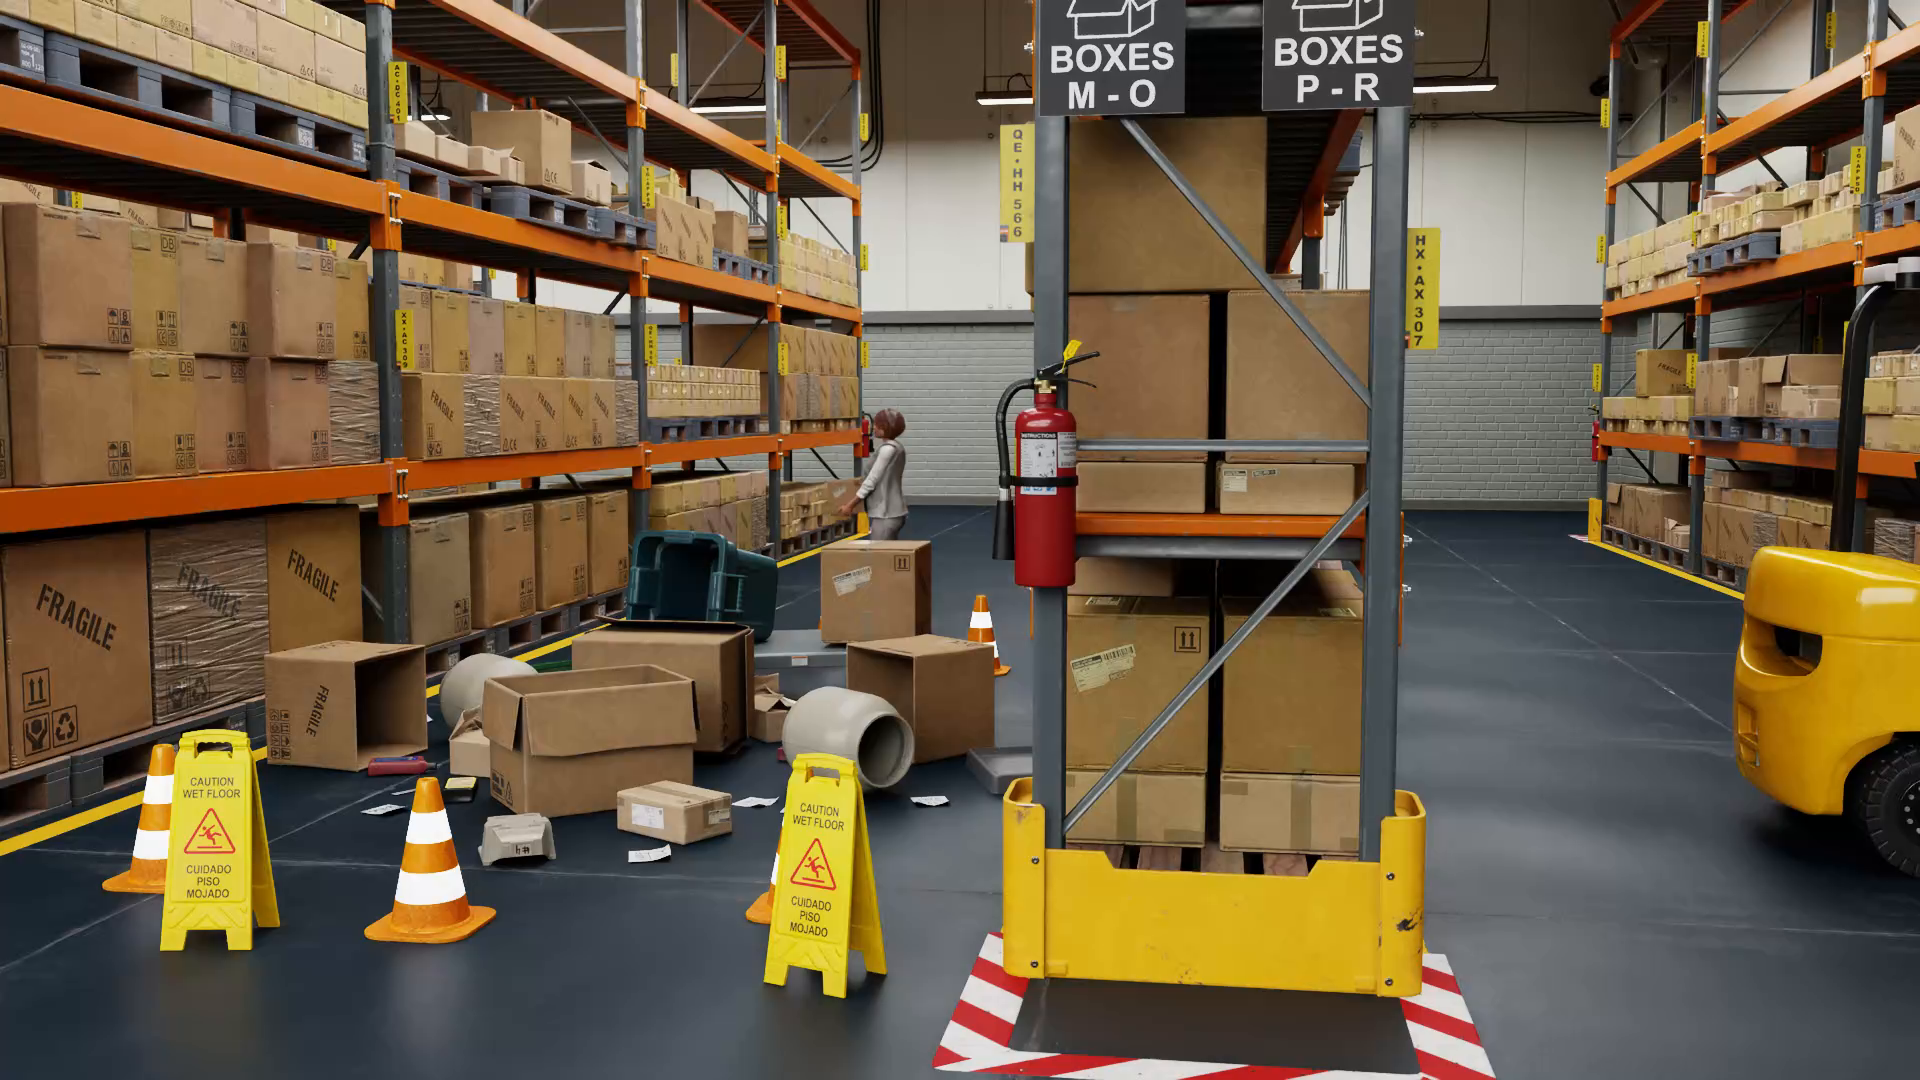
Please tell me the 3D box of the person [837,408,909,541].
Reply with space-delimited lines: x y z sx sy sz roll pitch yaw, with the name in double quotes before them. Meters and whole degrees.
"person" -0.616 -0.147 11.948 0.491 1.597 0.402 1 5 9
